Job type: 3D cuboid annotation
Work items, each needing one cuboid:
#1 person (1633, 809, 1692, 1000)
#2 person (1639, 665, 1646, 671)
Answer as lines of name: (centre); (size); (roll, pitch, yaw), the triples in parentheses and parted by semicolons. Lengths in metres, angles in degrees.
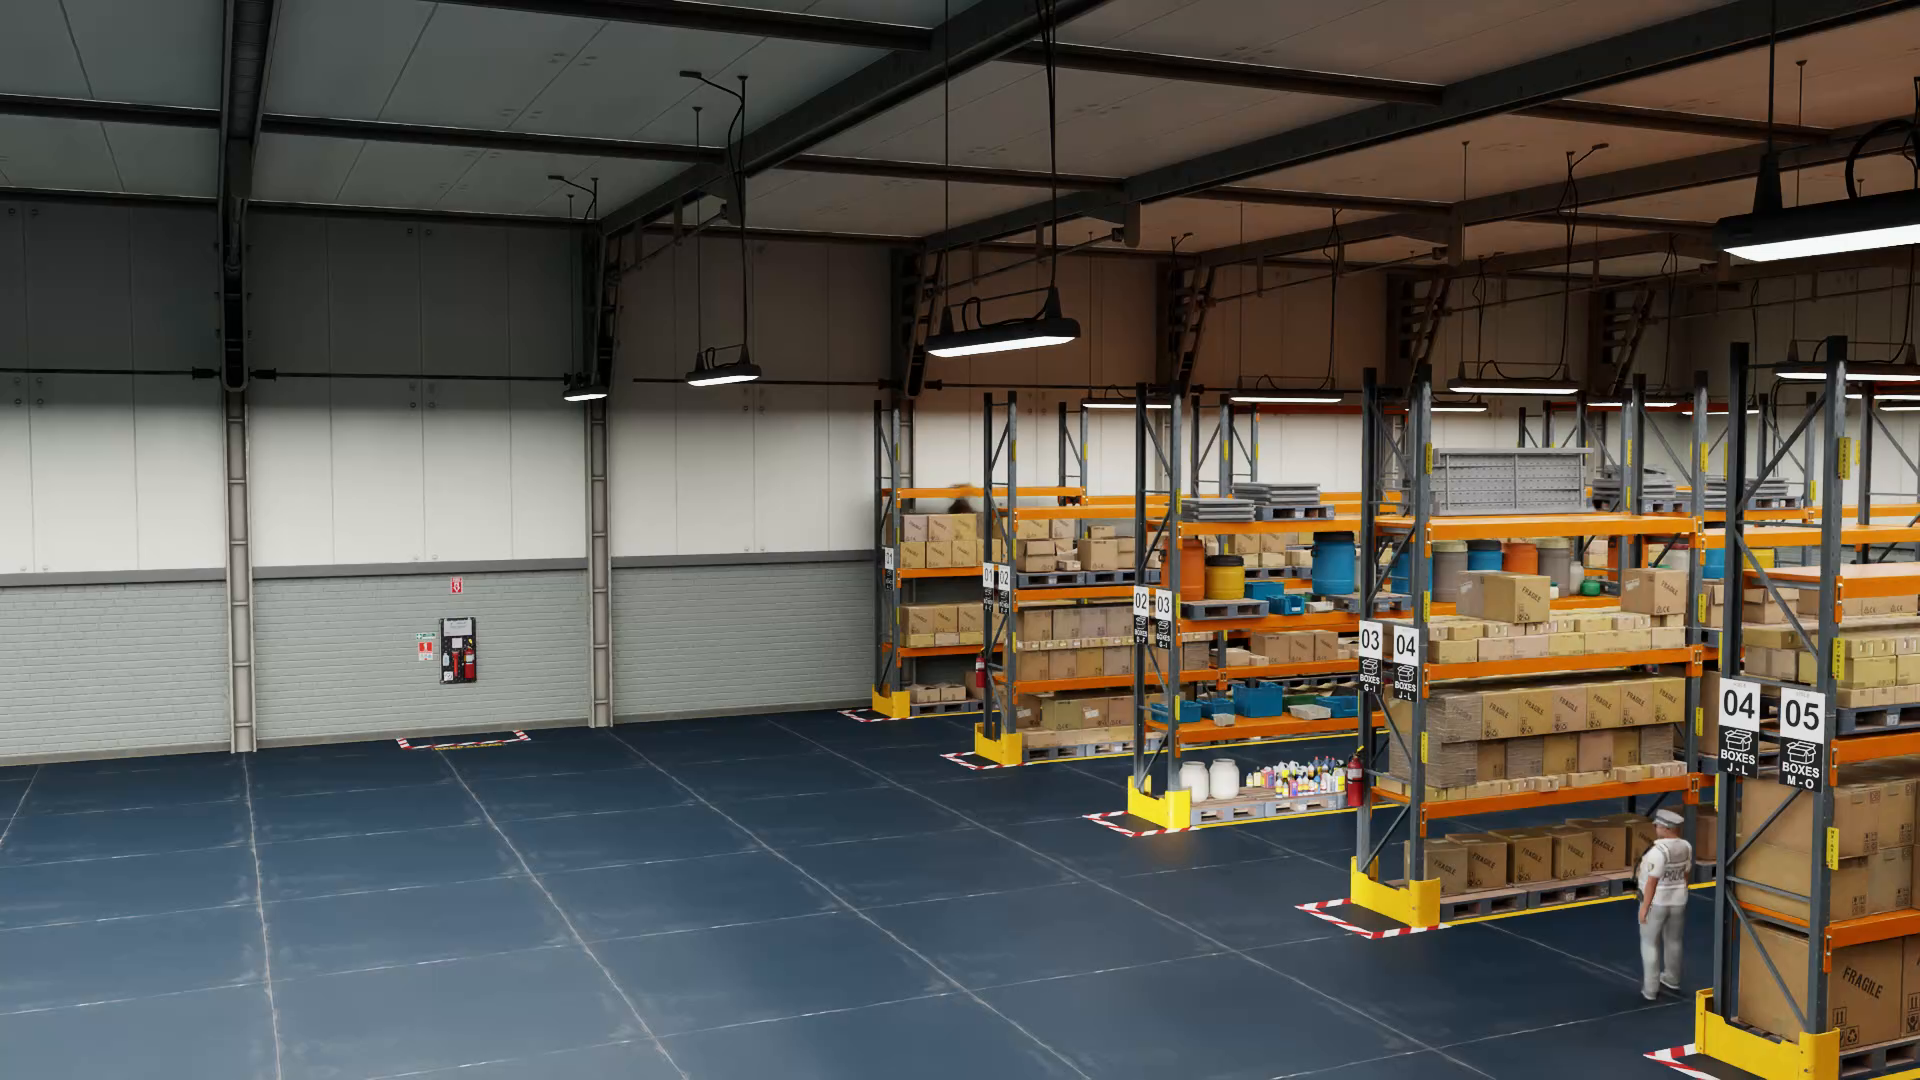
person: (6.569, 3.380, 15.626); (0.554, 1.761, 0.607); (-1, 3, -11)
person: (12.687, 2.508, 31.140); (1.028, 1.609, 0.553); (-1, 4, -24)
